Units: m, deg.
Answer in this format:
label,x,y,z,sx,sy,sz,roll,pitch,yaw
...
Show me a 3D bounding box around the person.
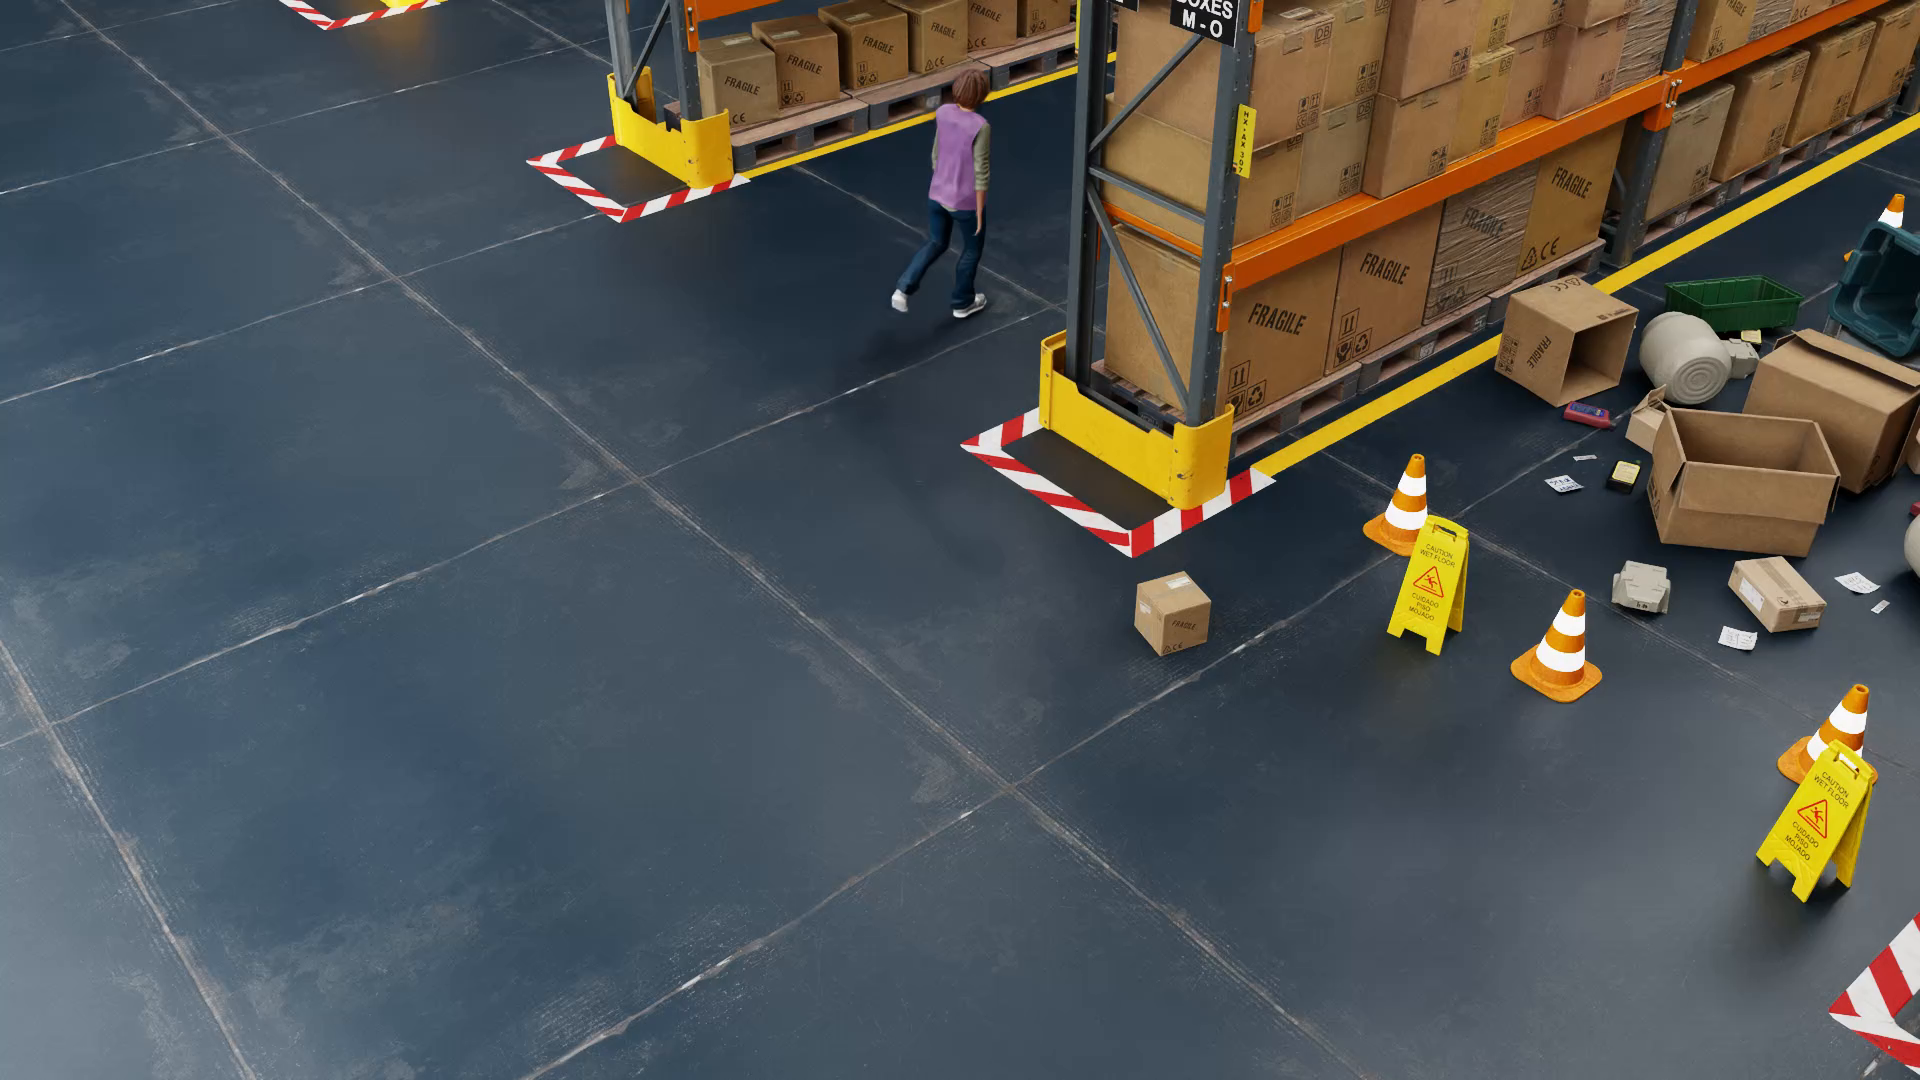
label,x,y,z,sx,sy,sz,roll,pitch,yaw
person,-0.071,-1.970,9.735,0.482,1.574,0.687,27,44,31
